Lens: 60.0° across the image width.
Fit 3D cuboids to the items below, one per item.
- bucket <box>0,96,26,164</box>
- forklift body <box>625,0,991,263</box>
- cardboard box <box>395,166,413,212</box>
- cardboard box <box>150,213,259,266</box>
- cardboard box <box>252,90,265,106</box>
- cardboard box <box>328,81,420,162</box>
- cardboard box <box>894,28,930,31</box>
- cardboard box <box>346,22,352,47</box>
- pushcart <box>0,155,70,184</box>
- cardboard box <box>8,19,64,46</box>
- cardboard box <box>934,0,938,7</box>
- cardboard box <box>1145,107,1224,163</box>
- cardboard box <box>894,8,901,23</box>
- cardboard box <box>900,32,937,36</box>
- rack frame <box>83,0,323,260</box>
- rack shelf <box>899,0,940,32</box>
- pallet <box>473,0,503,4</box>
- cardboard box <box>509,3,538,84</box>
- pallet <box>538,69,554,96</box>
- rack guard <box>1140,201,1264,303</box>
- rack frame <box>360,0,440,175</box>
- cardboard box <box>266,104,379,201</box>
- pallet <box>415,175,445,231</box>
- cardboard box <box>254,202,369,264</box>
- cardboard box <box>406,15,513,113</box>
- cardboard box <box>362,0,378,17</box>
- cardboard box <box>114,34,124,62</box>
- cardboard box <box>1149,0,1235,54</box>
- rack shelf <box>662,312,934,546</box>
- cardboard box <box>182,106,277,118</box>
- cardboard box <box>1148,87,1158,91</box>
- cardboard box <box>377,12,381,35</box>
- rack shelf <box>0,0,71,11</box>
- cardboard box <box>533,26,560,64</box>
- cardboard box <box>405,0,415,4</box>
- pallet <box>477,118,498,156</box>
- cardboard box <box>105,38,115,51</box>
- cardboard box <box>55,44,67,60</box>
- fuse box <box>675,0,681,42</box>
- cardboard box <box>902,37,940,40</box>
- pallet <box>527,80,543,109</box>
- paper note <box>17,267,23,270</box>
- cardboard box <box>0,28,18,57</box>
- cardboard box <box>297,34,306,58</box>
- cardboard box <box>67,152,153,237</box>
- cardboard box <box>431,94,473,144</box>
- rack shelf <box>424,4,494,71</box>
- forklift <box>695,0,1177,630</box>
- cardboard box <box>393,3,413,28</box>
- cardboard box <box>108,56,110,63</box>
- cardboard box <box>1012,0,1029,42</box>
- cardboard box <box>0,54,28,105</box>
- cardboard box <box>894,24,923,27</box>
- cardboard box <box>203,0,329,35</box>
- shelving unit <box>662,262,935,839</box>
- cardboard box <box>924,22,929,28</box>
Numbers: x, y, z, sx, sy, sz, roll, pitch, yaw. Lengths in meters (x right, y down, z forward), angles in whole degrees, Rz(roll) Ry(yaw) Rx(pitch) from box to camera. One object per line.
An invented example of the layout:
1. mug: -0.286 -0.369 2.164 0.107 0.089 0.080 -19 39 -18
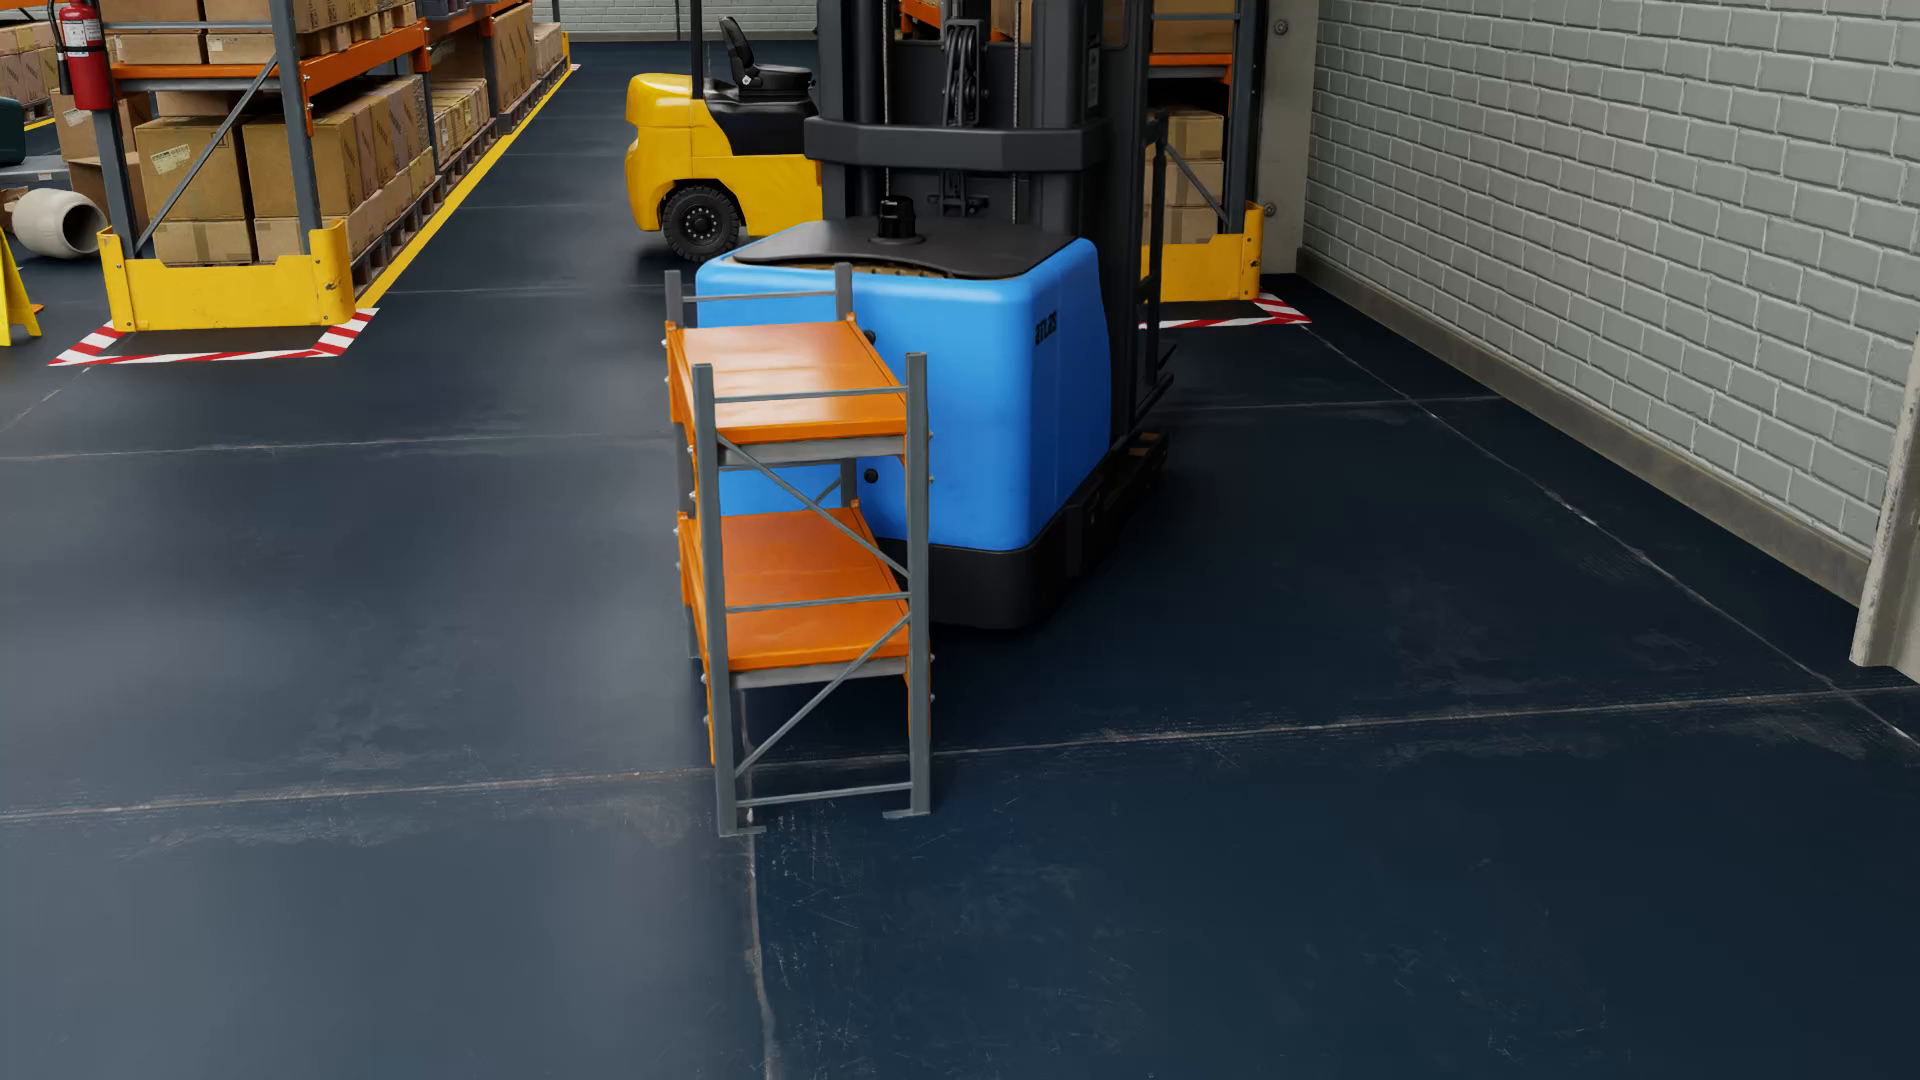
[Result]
1. bucket: -6.984 -2.890 11.672 0.726 0.611 0.620 4 11 11
2. forklift body: -0.992 -2.960 10.568 2.313 2.155 1.214 -3 21 -8
3. cardboard box: -3.894 -2.284 10.874 0.500 0.250 0.500 -3 21 -7
4. cardboard box: -4.210 -1.725 9.377 0.500 0.250 0.500 -3 21 -8
5. cardboard box: -4.387 -2.672 9.914 0.380 0.149 0.250 -2 21 -5
6. cardboard box: -3.975 -2.819 11.235 0.500 0.500 0.500 -3 21 -7
7. cardboard box: -0.536 -5.599 18.466 0.380 0.149 0.250 -3 21 -8
8. cardboard box: -3.738 -2.913 9.587 0.380 0.149 0.250 -2 21 -6
9. pushcart: -6.650 -2.566 12.047 1.648 0.377 0.936 -11 23 -26
10. cardboard box: -10.080 -5.544 18.173 0.500 0.250 0.500 -3 21 -9
11. cardboard box: 0.060 -4.617 14.004 0.500 0.250 0.500 -3 21 -7
12. cardboard box: 1.205 -2.346 9.612 0.500 0.250 0.500 -3 21 -9
13. cardboard box: -0.769 -6.192 19.628 0.380 0.149 0.250 -4 21 -10
14. cardboard box: -0.445 -5.331 17.748 0.380 0.149 0.250 -2 21 -6
15. rack frame: -3.824 -2.542 8.234 1.000 3.000 0.127 -3 21 -8
16. rack shelf: 0.222 -4.534 14.596 1.077 0.370 4.000 -3 21 -8
17. pallet: -4.769 -4.980 15.038 1.213 0.211 1.003 -3 21 -8
18. cardboard box: -5.385 -5.687 19.093 0.875 0.875 0.875 -2 21 -6
19. pallet: -5.586 -5.657 20.562 1.003 0.211 1.213 -3 21 -8
20. rack guard: 1.091 -1.614 9.323 1.175 0.500 0.348 -3 21 -8
21. rack frame: -4.401 -3.927 11.943 1.000 3.000 0.127 -3 21 -8
22. cardboard box: -3.751 -2.284 9.802 0.500 0.500 0.500 -4 21 -10
23. pallet: -4.269 -2.390 11.813 1.003 0.211 1.213 -3 21 -8
24. cardboard box: -3.667 -1.744 9.427 0.500 0.250 0.500 -3 21 -8
25. cardboard box: -4.995 -4.756 16.600 0.875 0.875 0.875 -3 21 -8
26. cardboard box: -3.852 -3.437 10.064 0.500 0.500 0.500 -3 21 -9
27. cardboard box: -4.236 -2.625 8.816 0.380 0.149 0.250 -3 21 -8
28. cardboard box: 1.291 -3.026 9.387 0.500 0.500 0.500 -2 21 -6
29. rack shelf: -0.429 -0.305 4.089 0.538 0.278 1.000 -4 21 -12
30. cardboard box: -4.276 -2.246 9.702 0.500 0.500 0.500 -2 21 -6
31. cardboard box: 1.001 -2.871 11.016 0.500 0.250 0.500 -3 21 -9
32. cardboard box: -3.896 -3.271 10.547 0.380 0.149 0.250 -3 21 -9
33. rack shelf: -10.149 -5.382 16.868 1.077 0.370 4.000 -3 21 -8
34. cardboard box: -5.796 -6.538 21.996 0.875 0.438 0.875 -2 21 -6
35. cardboard box: -4.091 -3.972 11.495 0.500 0.500 0.500 -3 21 -9
36. pallet: -4.866 -3.735 15.414 1.003 0.211 1.213 -3 21 -8
37. cardboard box: -10.409 -5.954 19.995 0.380 0.149 0.250 -3 21 -9
38. cardboard box: -10.082 -5.194 18.308 0.500 0.500 0.500 -3 21 -9
39. fuse box: -4.867 -9.484 28.664 0.539 1.711 0.414 -3 21 -8
40. cardboard box: -0.388 -5.051 16.998 0.380 0.149 0.250 -4 21 -10
41. pallet: -5.368 -5.127 19.141 1.003 0.211 1.213 -3 21 -8
42. paper note: -5.732 -1.645 10.107 0.032 0.001 0.123 -3 21 -8
43. cardboard box: -9.853 -5.003 16.724 0.500 0.250 0.500 -3 21 -7
44. cardboard box: -3.719 -2.639 8.853 0.380 0.149 0.250 -3 21 -7
45. cardboard box: -5.593 -2.317 11.202 0.500 0.500 0.500 12 24 29
46. cardboard box: -4.688 -3.563 14.125 0.950 0.372 0.625 -2 21 -6
47. rack shelf: -4.689 -4.282 13.922 1.077 0.370 4.000 -3 21 -8
48. forklift: 0.168 -1.595 5.798 1.130 2.935 3.031 7 21 17
49. cardboard box: -4.010 -3.627 11.499 0.380 0.149 0.250 -2 21 -7
50. cardboard box: -10.369 -5.720 19.792 0.380 0.149 0.250 -3 21 -8
51. cardboard box: 0.616 -3.355 10.269 0.500 0.500 0.500 -3 21 -9
52. cardboard box: -9.865 -4.662 16.883 0.500 0.500 0.500 -3 21 -9
53. cardboard box: -0.637 -5.866 19.179 0.380 0.149 0.250 -3 21 -9
54. cardboard box: -3.618 -2.906 8.641 0.500 0.500 0.500 -3 21 -9
55. shelving unit: -0.429 -0.031 4.191 0.538 1.125 1.048 -4 21 -12
56. cardboard box: -0.218 -5.990 19.513 0.380 0.149 0.250 -3 21 -7
